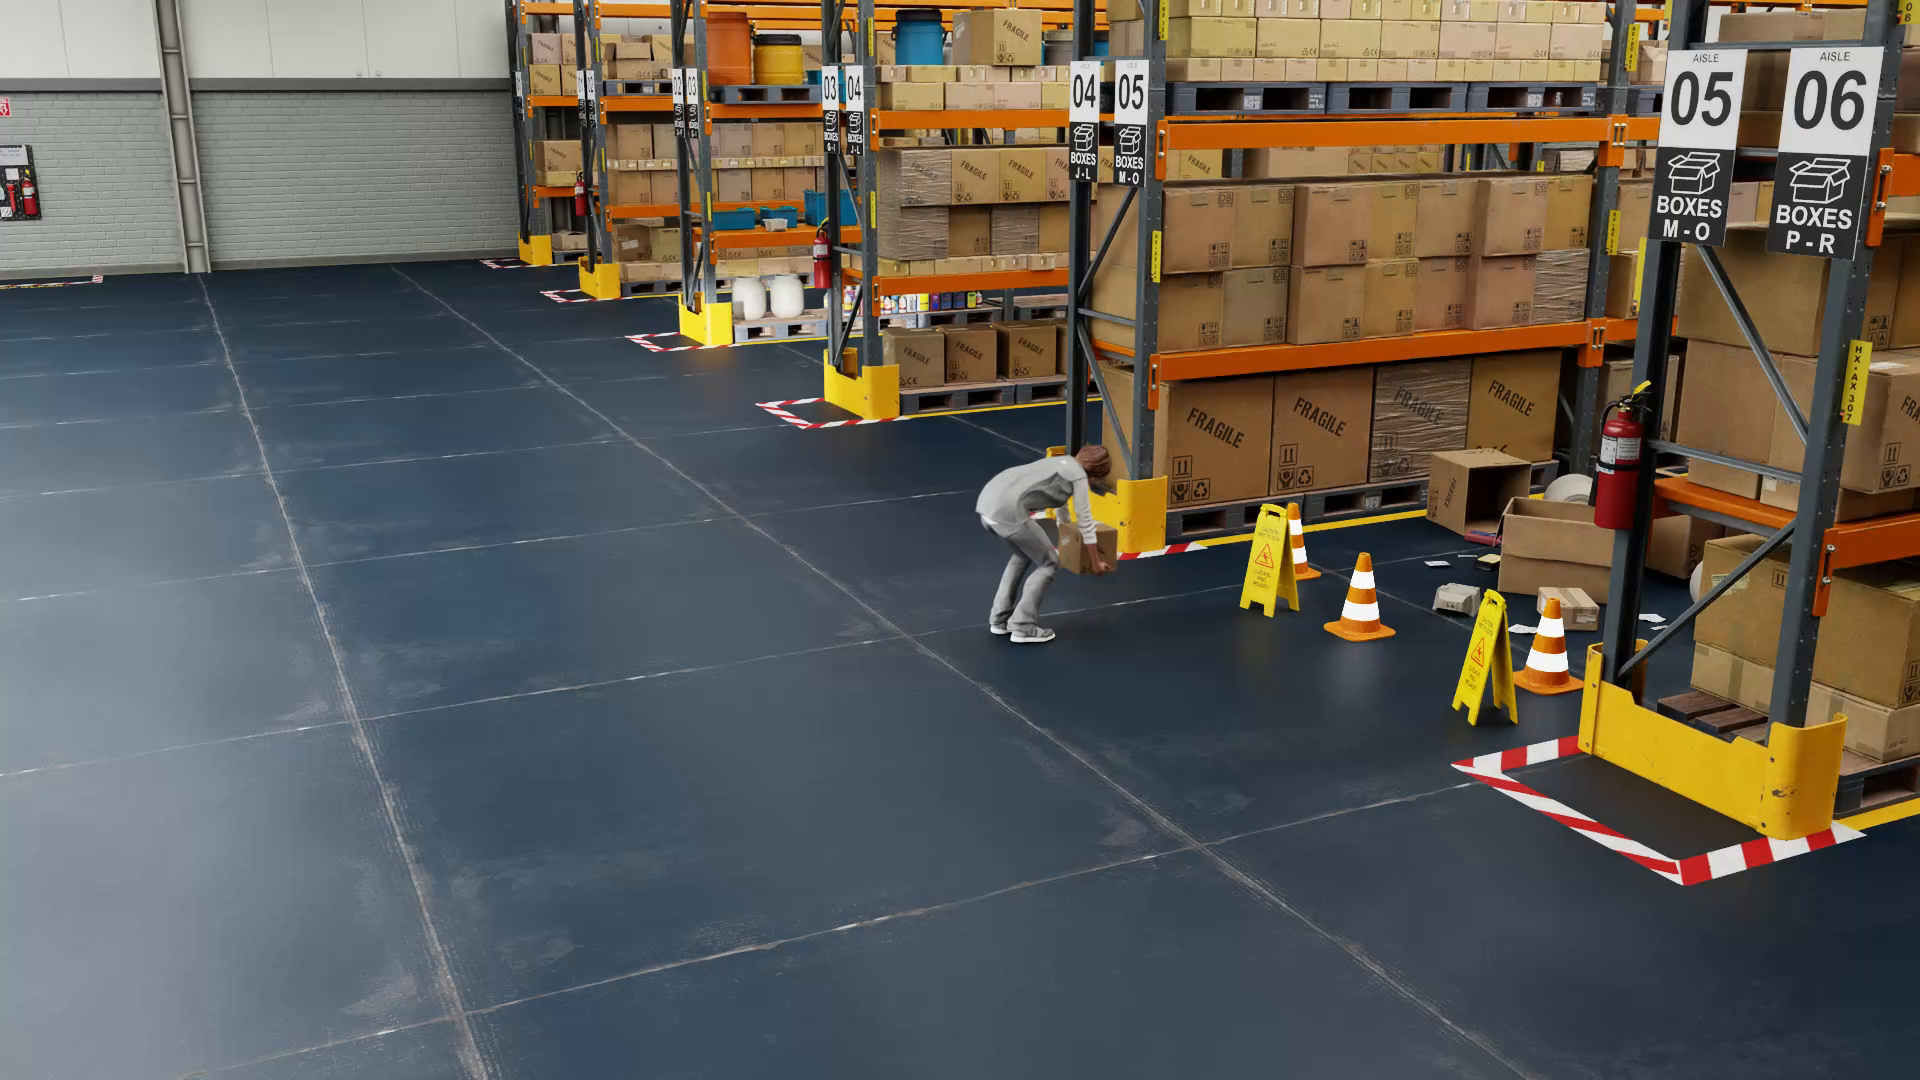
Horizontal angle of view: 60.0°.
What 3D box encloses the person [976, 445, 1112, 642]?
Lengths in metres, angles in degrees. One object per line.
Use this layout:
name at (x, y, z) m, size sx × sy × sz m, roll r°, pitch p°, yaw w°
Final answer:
person at (0.490, 0.020, 9.455) m, size 0.850 × 1.074 × 0.404 m, roll -8°, pitch 17°, yaw -27°
